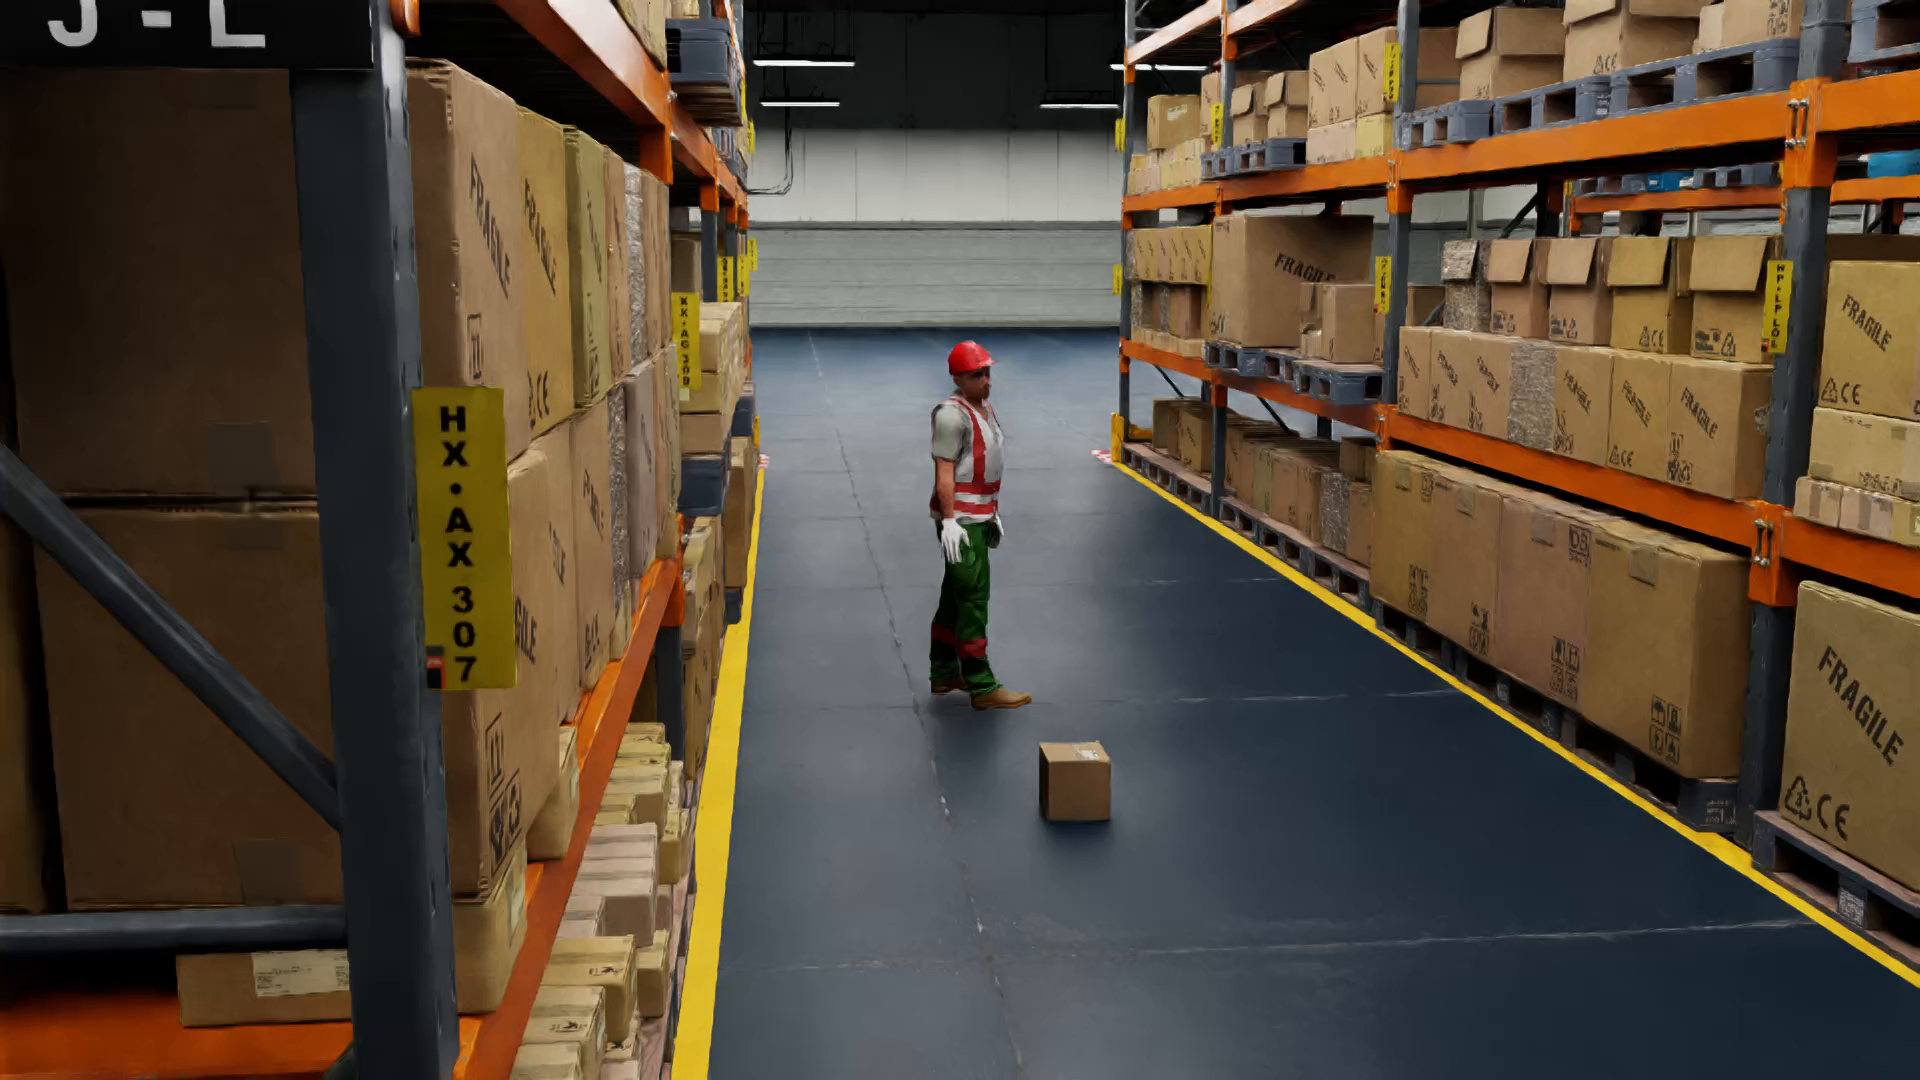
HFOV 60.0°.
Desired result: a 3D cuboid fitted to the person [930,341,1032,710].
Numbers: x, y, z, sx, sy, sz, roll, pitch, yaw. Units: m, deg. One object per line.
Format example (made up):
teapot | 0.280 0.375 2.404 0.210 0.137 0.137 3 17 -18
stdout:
person | 0.091 -0.075 8.118 0.583 1.786 0.676 3 10 15
